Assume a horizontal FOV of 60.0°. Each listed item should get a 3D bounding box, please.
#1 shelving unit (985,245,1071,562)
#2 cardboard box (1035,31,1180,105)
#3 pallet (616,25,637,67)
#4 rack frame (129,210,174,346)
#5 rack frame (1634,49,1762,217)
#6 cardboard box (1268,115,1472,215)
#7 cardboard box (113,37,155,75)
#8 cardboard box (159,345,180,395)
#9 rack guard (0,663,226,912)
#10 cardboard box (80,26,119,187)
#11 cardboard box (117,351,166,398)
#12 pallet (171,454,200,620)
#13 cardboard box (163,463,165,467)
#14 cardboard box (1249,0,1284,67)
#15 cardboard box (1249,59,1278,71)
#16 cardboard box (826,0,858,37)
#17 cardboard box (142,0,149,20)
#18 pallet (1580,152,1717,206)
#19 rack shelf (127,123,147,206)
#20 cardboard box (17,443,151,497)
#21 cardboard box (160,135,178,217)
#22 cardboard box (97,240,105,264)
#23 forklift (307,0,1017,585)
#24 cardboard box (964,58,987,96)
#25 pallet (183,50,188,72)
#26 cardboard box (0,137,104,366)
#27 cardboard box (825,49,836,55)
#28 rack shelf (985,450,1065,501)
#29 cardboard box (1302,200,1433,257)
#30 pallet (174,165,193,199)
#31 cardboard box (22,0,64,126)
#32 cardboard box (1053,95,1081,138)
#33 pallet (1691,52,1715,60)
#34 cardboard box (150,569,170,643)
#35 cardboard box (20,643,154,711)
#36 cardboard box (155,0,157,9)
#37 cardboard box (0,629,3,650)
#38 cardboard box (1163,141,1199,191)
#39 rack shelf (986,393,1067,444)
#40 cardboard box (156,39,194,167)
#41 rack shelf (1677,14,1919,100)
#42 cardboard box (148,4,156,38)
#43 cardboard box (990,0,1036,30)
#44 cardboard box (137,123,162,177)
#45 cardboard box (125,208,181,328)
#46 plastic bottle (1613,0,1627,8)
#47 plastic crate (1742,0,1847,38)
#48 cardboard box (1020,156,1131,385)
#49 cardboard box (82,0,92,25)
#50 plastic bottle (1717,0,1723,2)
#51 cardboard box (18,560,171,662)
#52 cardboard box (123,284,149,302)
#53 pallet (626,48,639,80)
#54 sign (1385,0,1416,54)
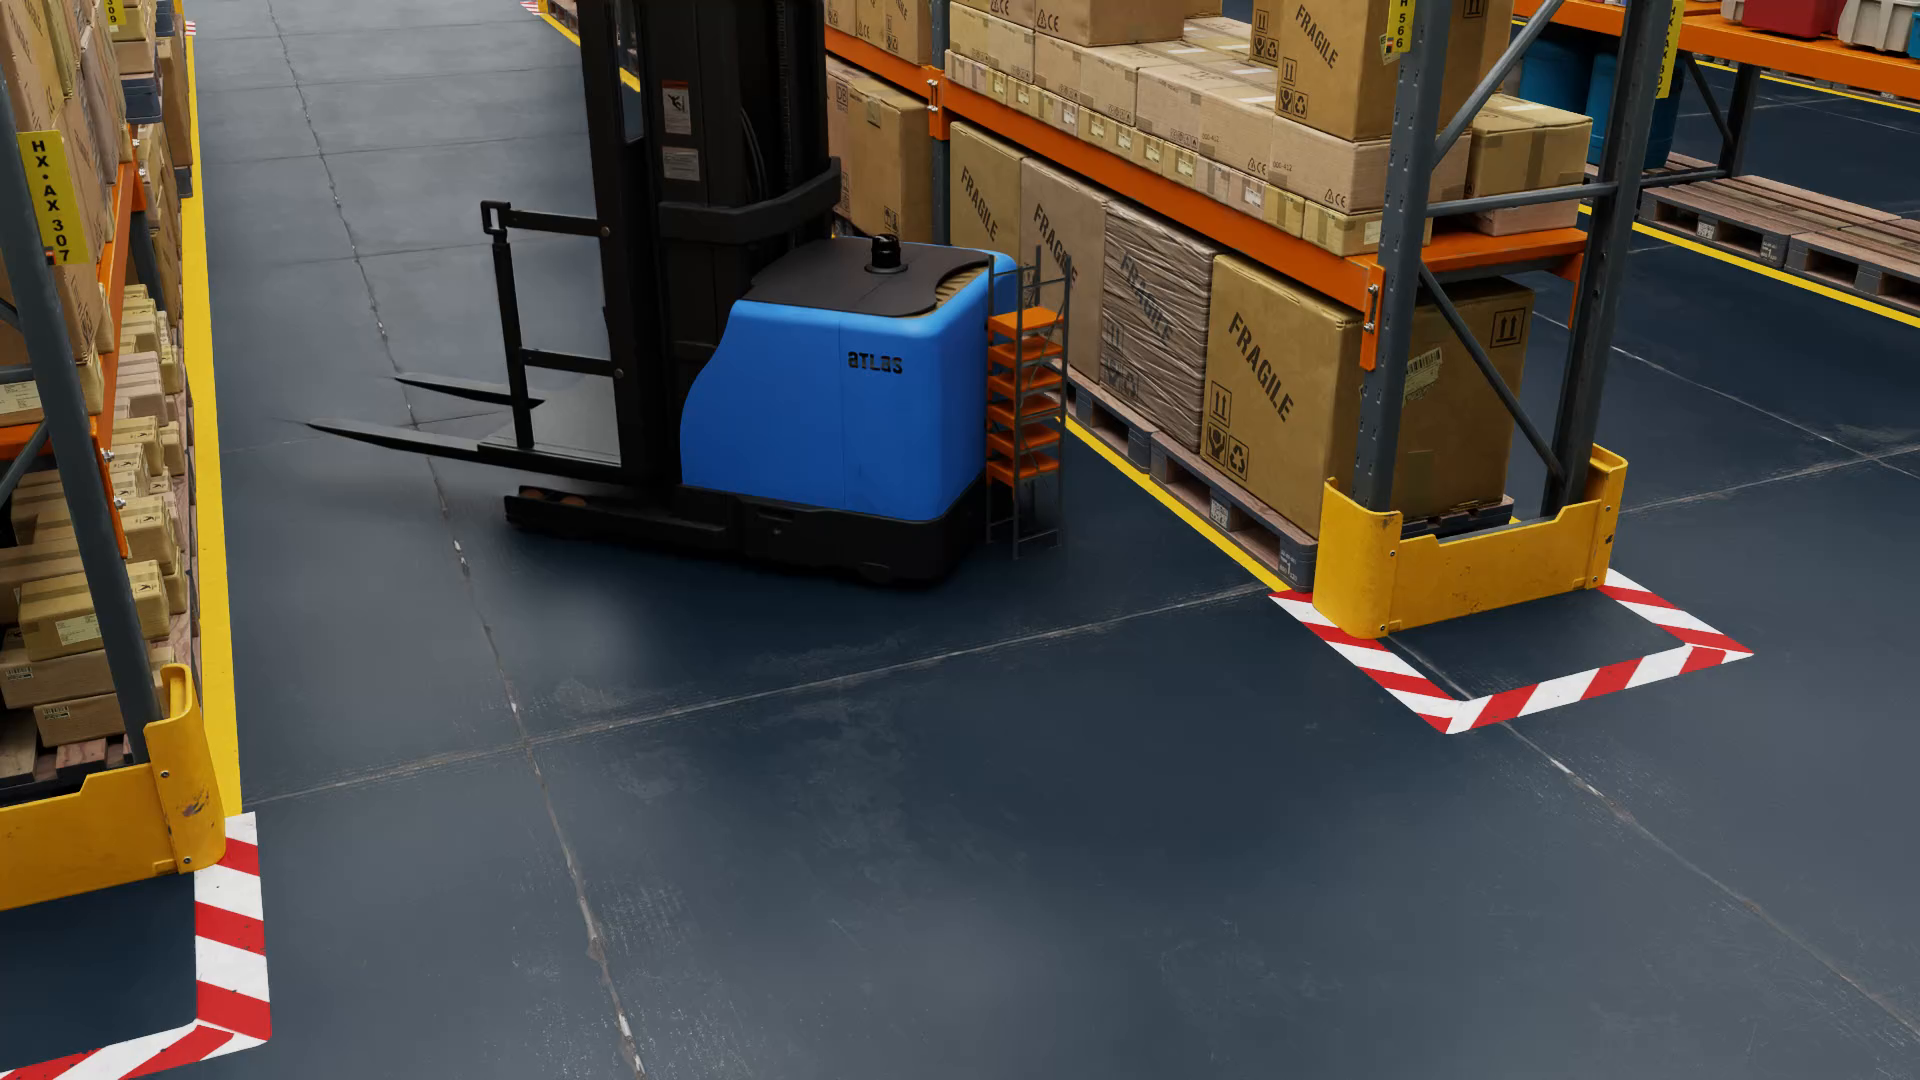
[{"bbox_3d":[0.258,-0.517,6.440,0.258,1.200,0.189,-17,31,-31],"label":"shelving unit"},{"bbox_3d":[0.673,-2.194,7.657,0.500,0.250,0.500,-10,28,-19],"label":"cardboard box"},{"bbox_3d":[-3.097,-5.014,16.779,1.003,0.211,1.213,-11,28,-21],"label":"pallet"},{"bbox_3d":[-4.272,-1.961,7.348,1.000,3.000,0.127,-11,28,-21],"label":"rack frame"},{"bbox_3d":[4.889,-3.624,10.753,1.000,3.000,0.127,-11,28,-21],"label":"rack frame"},{"bbox_3d":[1.464,-1.374,5.977,0.500,0.250,0.500,-11,28,-21],"label":"cardboard box"},{"bbox_3d":[-4.003,-2.275,7.798,0.380,0.149,0.250,-12,28,-23],"label":"cardboard box"},{"bbox_3d":[-3.617,-0.718,7.232,0.380,0.149,0.250,-12,28,-22],"label":"cardboard box"},{"bbox_3d":[-2.735,0.746,4.652,1.175,0.500,0.348,-11,28,-21],"label":"rack guard"},{"bbox_3d":[-3.426,-1.582,6.119,0.500,0.500,0.500,-11,28,-21],"label":"cardboard box"},{"bbox_3d":[-3.431,-0.630,6.714,0.380,0.149,0.250,-12,28,-23],"label":"cardboard box"},{"bbox_3d":[-3.494,0.050,6.406,1.003,0.211,1.213,-11,28,-21],"label":"pallet"},{"bbox_3d":[-3.359,-0.234,6.582,0.380,0.149,0.250,-10,28,-20],"label":"cardboard box"},{"bbox_3d":[1.554,-2.211,6.837,0.500,0.500,0.500,-11,28,-22],"label":"cardboard box"},{"bbox_3d":[1.556,-1.876,7.006,0.500,0.250,0.500,-12,28,-22],"label":"cardboard box"},{"bbox_3d":[-0.501,-3.370,10.119,0.500,0.500,0.500,-11,28,-21],"label":"cardboard box"},{"bbox_3d":[-4.207,-2.617,8.160,0.380,0.149,0.250,-10,28,-19],"label":"cardboard box"},{"bbox_3d":[4.625,-2.689,12.017,1.003,0.211,1.213,-11,28,-21],"label":"pallet"},{"bbox_3d":[-5.055,-2.445,9.159,1.077,0.370,4.000,-11,28,-21],"label":"rack shelf"},{"bbox_3d":[-3.070,-0.205,5.844,0.380,0.149,0.250,-9,28,-19],"label":"cardboard box"},{"bbox_3d":[-5.140,-2.210,10.229,0.500,0.500,0.500,-9,28,-19],"label":"cardboard box"},{"bbox_3d":[-3.188,-1.041,5.751,0.380,0.149,0.250,-10,28,-19],"label":"cardboard box"},{"bbox_3d":[-1.329,-1.533,6.548,3.031,2.935,1.130,9,27,18],"label":"forklift"},{"bbox_3d":[0.244,-2.377,8.486,0.380,0.149,0.250,-12,28,-22],"label":"cardboard box"},{"bbox_3d":[-7.630,-4.258,15.230,1.003,0.211,1.213,-11,28,-21],"label":"pallet"},{"bbox_3d":[-2.627,-0.754,4.422,0.500,0.500,0.500,-9,28,-18],"label":"cardboard box"},{"bbox_3d":[-0.642,-2.978,11.373,1.225,0.875,0.875,-10,28,-20],"label":"cardboard box"},{"bbox_3d":[0.257,-0.261,6.565,0.258,0.103,0.180,-17,31,-31],"label":"rack shelf"},{"bbox_3d":[1.456,-1.132,5.936,0.380,0.149,0.250,-10,28,-20],"label":"cardboard box"},{"bbox_3d":[-6.078,-2.654,11.945,1.003,0.211,1.213,-11,28,-21],"label":"pallet"},{"bbox_3d":[-2.840,-1.404,4.613,0.500,0.500,0.500,-10,28,-19],"label":"cardboard box"},{"bbox_3d":[0.650,-1.960,7.632,0.380,0.149,0.250,-10,28,-20],"label":"cardboard box"},{"bbox_3d":[7.595,-5.174,17.106,1.003,0.211,1.213,-11,28,-21],"label":"pallet"},{"bbox_3d":[-2.729,0.237,5.278,0.380,0.149,0.250,-11,28,-21],"label":"cardboard box"},{"bbox_3d":[-2.794,0.388,5.307,0.380,0.149,0.250,-11,28,-21],"label":"cardboard box"},{"bbox_3d":[-4.824,-3.118,9.524,0.380,0.149,0.250,-12,28,-23],"label":"cardboard box"},{"bbox_3d":[-3.321,0.362,5.361,0.380,0.149,0.250,-11,28,-21],"label":"cardboard box"},{"bbox_3d":[1.054,-1.544,6.780,0.380,0.149,0.250,-11,28,-22],"label":"cardboard box"},{"bbox_3d":[0.258,-0.477,6.459,0.258,0.103,0.180,-17,31,-31],"label":"rack shelf"},{"bbox_3d":[-5.994,-3.015,11.592,1.050,0.750,0.750,-11,28,-21],"label":"cardboard box"},{"bbox_3d":[5.672,-2.493,9.257,1.077,0.370,4.000,-11,28,-21],"label":"rack shelf"},{"bbox_3d":[-4.408,-2.692,8.652,0.380,0.149,0.250,-12,28,-23],"label":"cardboard box"},{"bbox_3d":[0.470,-2.738,7.917,0.500,0.500,0.500,-11,28,-21],"label":"cardboard box"},{"bbox_3d":[-4.724,-2.128,9.206,0.500,0.250,0.500,-9,28,-19],"label":"cardboard box"},{"bbox_3d":[-4.317,-1.370,8.508,0.500,0.500,0.500,-9,28,-19],"label":"cardboard box"},{"bbox_3d":[4.437,-3.671,10.992,0.152,0.276,0.135,-11,28,-21],"label":"plastic bottle"},{"bbox_3d":[5.008,-3.276,9.899,0.402,0.464,0.583,-11,28,-21],"label":"plastic crate"},{"bbox_3d":[0.869,-1.363,8.066,0.875,0.875,0.875,-11,28,-21],"label":"cardboard box"},{"bbox_3d":[-3.631,-2.238,6.322,0.500,0.500,0.500,-12,28,-22],"label":"cardboard box"},{"bbox_3d":[5.138,-3.792,11.232,0.061,0.283,0.133,-11,28,-21],"label":"plastic bottle"},{"bbox_3d":[-2.598,0.209,4.996,0.380,0.149,0.250,-12,28,-23],"label":"cardboard box"},{"bbox_3d":[-3.893,-1.037,7.548,0.380,0.149,0.250,-10,28,-19],"label":"cardboard box"},{"bbox_3d":[-2.495,-4.435,15.593,1.003,0.211,1.213,-11,28,-21],"label":"pallet"},{"bbox_3d":[1.393,-1.697,5.217,0.100,0.325,0.005,-11,28,-21],"label":"sign"}]
